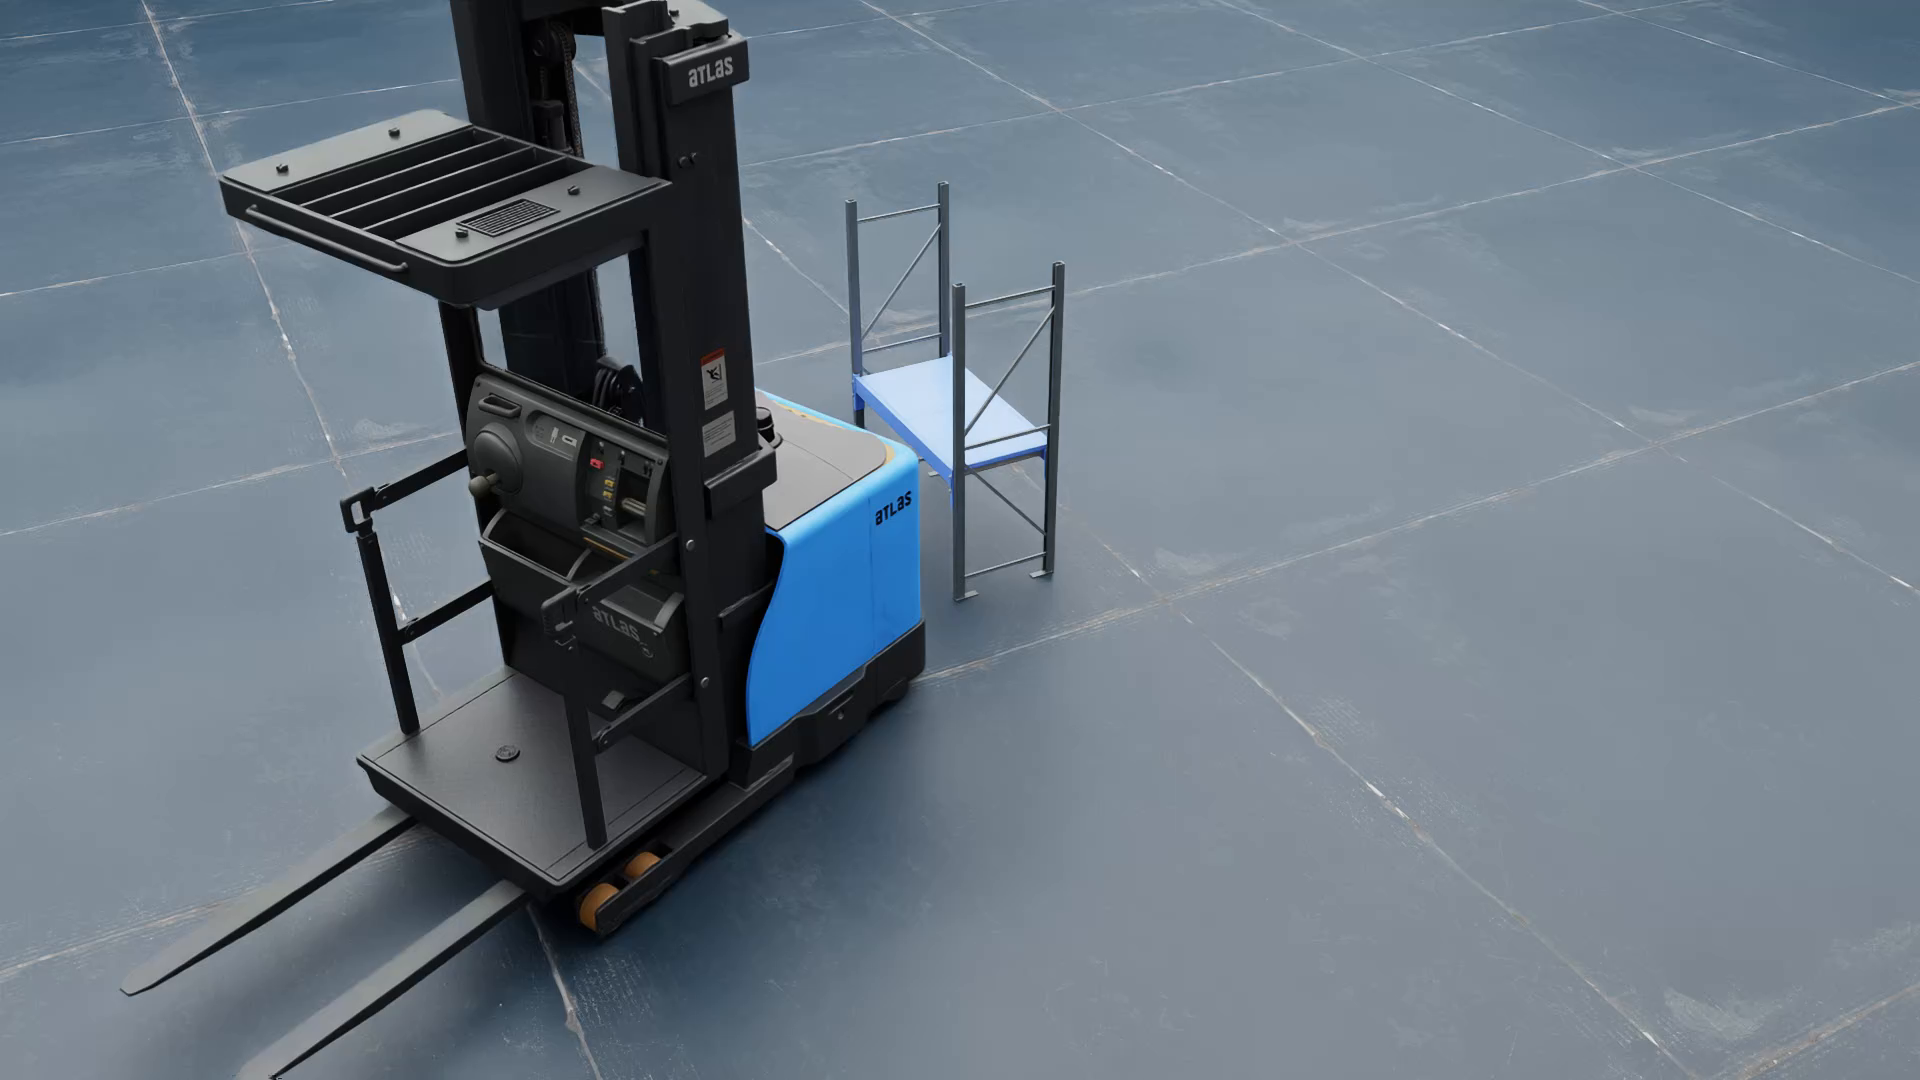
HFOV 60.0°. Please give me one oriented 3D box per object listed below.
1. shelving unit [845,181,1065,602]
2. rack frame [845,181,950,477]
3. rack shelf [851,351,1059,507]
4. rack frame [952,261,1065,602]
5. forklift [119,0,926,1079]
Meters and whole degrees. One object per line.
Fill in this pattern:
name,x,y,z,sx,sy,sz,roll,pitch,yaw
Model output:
shelving unit,-0.040,-0.672,7.409,0.538,1.500,1.048,-16,36,-23
rack frame,-0.277,-0.915,7.788,0.500,1.500,0.032,-16,36,-23
rack shelf,-0.040,-0.521,7.506,0.538,0.185,1.000,-16,36,-23
rack frame,0.197,-0.430,7.030,0.500,1.500,0.032,-16,36,-23
forklift,-1.433,-0.197,5.341,1.130,2.935,3.031,22,39,31
